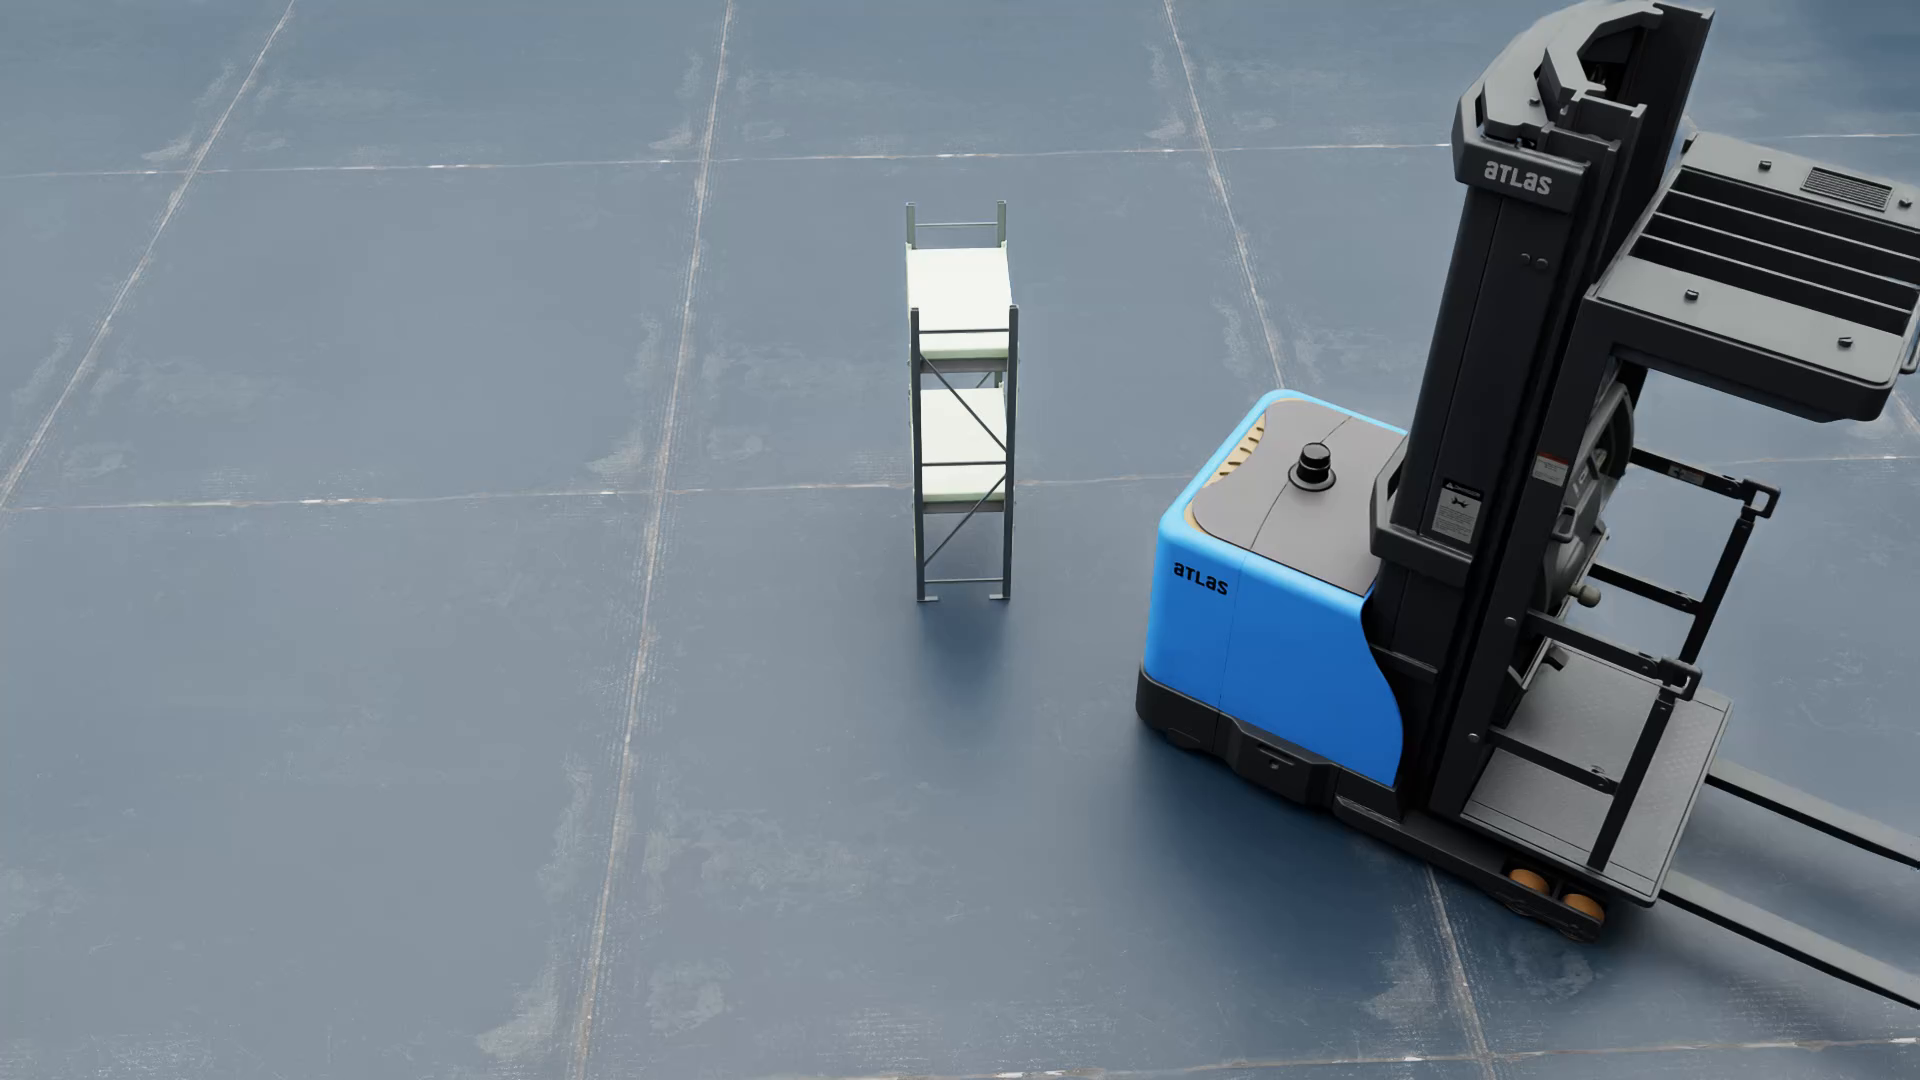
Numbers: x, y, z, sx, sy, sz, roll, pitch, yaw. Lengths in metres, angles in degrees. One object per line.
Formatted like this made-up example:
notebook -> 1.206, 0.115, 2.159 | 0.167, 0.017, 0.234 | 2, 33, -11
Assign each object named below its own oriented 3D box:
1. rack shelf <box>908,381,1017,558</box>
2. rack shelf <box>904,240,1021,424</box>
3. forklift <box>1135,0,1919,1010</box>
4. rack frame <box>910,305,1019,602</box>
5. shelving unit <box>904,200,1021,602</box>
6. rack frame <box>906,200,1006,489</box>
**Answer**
rack shelf -> 0.000, -0.308, 7.108 | 0.431, 0.370, 0.720 | -2, 43, -2
rack shelf -> 0.000, -0.836, 6.624 | 0.431, 0.370, 0.720 | -2, 43, -2
forklift -> 2.209, -0.085, 5.323 | 3.031, 2.935, 1.130 | 24, 48, 24
rack frame -> 0.016, -0.301, 6.618 | 0.400, 1.500, 0.023 | -2, 43, -2
shelving unit -> 0.000, -0.548, 6.888 | 0.431, 1.500, 0.755 | -2, 43, -2
rack frame -> -0.015, -0.795, 7.158 | 0.400, 1.500, 0.023 | -2, 43, -2
